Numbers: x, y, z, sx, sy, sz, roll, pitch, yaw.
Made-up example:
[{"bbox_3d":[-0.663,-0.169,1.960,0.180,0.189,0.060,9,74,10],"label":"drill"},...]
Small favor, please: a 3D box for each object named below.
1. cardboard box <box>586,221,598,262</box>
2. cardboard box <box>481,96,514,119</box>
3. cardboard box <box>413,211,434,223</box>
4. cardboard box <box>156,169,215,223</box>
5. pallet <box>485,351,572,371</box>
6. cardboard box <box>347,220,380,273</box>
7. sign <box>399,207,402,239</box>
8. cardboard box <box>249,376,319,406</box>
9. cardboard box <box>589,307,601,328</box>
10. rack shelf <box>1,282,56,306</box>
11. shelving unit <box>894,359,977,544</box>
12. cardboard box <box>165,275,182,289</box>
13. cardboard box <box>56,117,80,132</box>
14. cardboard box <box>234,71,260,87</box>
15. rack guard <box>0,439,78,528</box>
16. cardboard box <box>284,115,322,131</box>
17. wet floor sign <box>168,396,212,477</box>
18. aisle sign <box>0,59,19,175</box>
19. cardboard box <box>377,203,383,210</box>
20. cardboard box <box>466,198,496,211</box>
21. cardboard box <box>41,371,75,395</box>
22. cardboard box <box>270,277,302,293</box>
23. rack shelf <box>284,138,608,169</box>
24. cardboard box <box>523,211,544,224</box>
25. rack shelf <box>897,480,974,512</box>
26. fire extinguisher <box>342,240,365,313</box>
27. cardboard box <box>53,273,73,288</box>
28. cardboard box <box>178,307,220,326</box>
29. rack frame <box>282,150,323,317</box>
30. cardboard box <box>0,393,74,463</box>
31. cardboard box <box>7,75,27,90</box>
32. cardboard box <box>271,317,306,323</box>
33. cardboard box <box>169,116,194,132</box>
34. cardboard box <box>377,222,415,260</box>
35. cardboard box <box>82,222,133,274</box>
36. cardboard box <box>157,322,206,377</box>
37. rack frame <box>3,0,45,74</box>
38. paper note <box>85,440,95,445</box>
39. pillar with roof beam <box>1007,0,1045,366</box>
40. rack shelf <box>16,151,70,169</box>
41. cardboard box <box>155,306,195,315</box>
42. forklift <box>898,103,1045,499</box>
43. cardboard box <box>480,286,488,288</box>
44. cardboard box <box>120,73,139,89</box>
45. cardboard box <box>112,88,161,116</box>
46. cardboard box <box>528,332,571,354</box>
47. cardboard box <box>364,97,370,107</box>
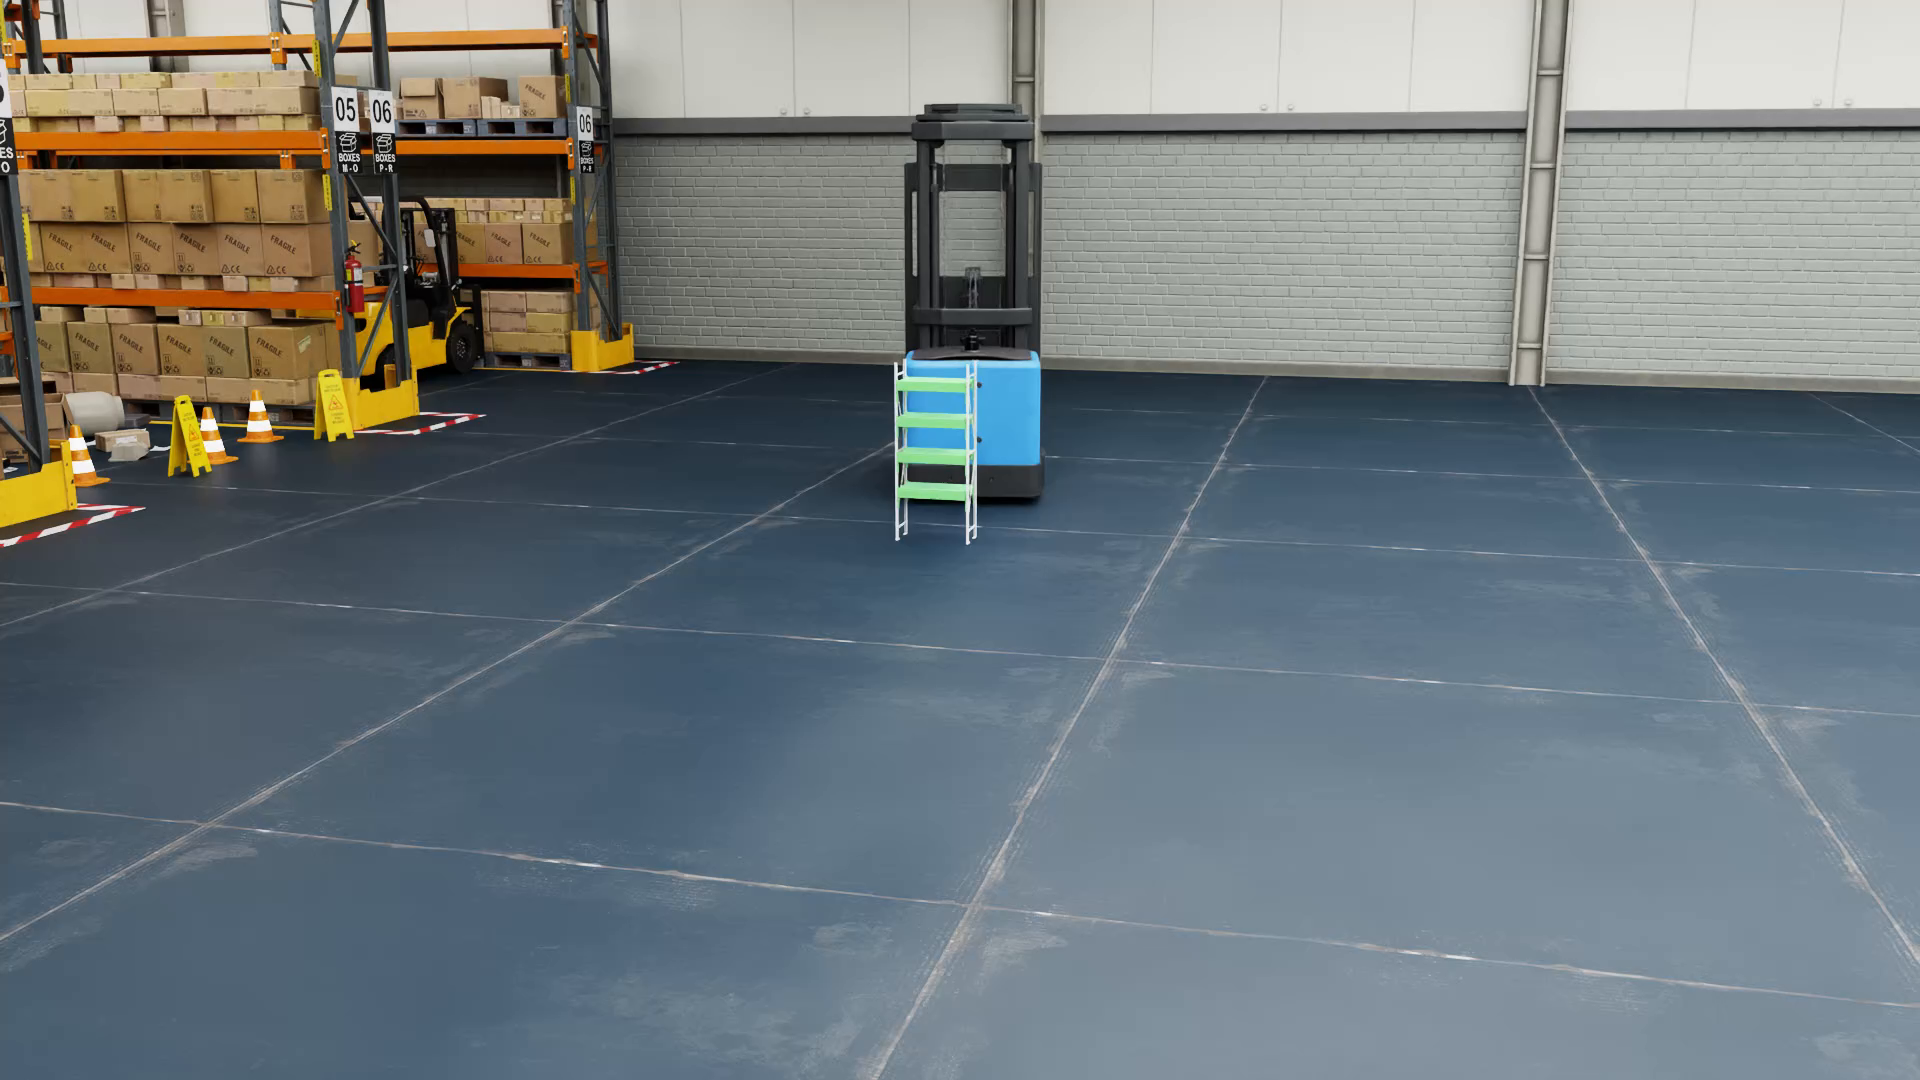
[{"bbox_3d":[-4.985,-3.818,21.287,0.500,0.500,0.500,3,13,15],"label":"cardboard box"},{"bbox_3d":[-5.694,-5.330,20.518,0.258,0.266,0.396,3,13,14],"label":"cardboard box"},{"bbox_3d":[-6.711,-4.102,21.069,0.250,0.149,0.380,3,13,12],"label":"cardboard box"},{"bbox_3d":[-7.313,-3.337,16.122,0.500,0.500,0.700,3,13,13],"label":"cardboard box"},{"bbox_3d":[-5.323,-2.355,21.360,1.213,0.211,1.003,3,13,14],"label":"pallet"},{"bbox_3d":[-6.149,-2.918,16.544,0.500,0.500,0.500,3,13,13],"label":"cardboard box"},{"bbox_3d":[-5.626,-3.178,16.634,0.005,0.325,0.100,3,13,14],"label":"sign"},{"bbox_3d":[-6.628,-1.491,16.405,0.500,0.250,0.500,3,13,13],"label":"cardboard box"},{"bbox_3d":[-4.977,-2.860,21.424,0.500,0.250,0.500,3,13,15],"label":"cardboard box"},{"bbox_3d":[-11.581,-2.601,17.695,4.000,0.370,1.077,3,13,14],"label":"rack shelf"},{"bbox_3d":[-0.161,-0.594,11.143,0.503,1.200,0.258,3,13,14],"label":"shelving unit"},{"bbox_3d":[-7.649,-2.576,16.501,0.250,0.149,0.380,3,13,14],"label":"cardboard box"},{"bbox_3d":[-8.654,-4.087,16.382,0.250,0.149,0.380,3,13,15],"label":"cardboard box"},{"bbox_3d":[-6.648,-4.359,15.768,0.250,0.149,0.380,3,13,13],"label":"cardboard box"},{"bbox_3d":[-6.820,-0.374,11.763,0.348,0.500,1.175,3,13,14],"label":"rack guard"},{"bbox_3d":[-6.169,-3.943,15.734,0.250,0.149,0.380,3,13,14],"label":"cardboard box"},{"bbox_3d":[-6.341,-0.861,13.623,0.232,0.644,0.267,1,13,4],"label":"wet floor sign"},{"bbox_3d":[-6.703,-2.924,11.484,0.004,0.787,0.394,3,13,14],"label":"aisle sign"},{"bbox_3d":[-7.206,-4.276,21.166,0.250,0.149,0.380,3,13,13],"label":"cardboard box"},{"bbox_3d":[-5.979,-4.203,20.838,0.250,0.149,0.380,3,13,15],"label":"cardboard box"},{"bbox_3d":[-9.131,-1.624,17.007,0.500,0.250,0.500,2,13,11],"label":"cardboard box"},{"bbox_3d":[-6.443,-2.483,16.079,0.250,0.149,0.380,3,13,13],"label":"cardboard box"},{"bbox_3d":[-6.512,-4.902,21.140,4.000,0.370,1.077,3,13,14],"label":"rack shelf"},{"bbox_3d":[-5.229,-4.017,20.685,0.250,0.149,0.380,3,13,14],"label":"cardboard box"},{"bbox_3d":[-0.161,-0.298,11.208,0.480,0.148,0.258,3,13,14],"label":"rack shelf"},{"bbox_3d":[-5.755,-2.501,15.758,0.183,0.674,0.296,3,13,14],"label":"fire extinguisher"},{"bbox_3d":[-8.887,-2.633,16.755,0.250,0.149,0.380,3,13,13],"label":"cardboard box"},{"bbox_3d":[-7.467,-2.206,16.402,0.250,0.149,0.380,4,13,16],"label":"cardboard box"},{"bbox_3d":[-8.454,-3.893,21.855,0.127,3.000,1.000,3,13,14],"label":"rack frame"},{"bbox_3d":[-8.068,-0.981,14.495,0.637,0.503,0.797,-6,14,-25],"label":"cardboard box"},{"bbox_3d":[-9.152,-4.488,16.349,0.250,0.149,0.380,3,13,15],"label":"cardboard box"},{"bbox_3d":[-7.005,-1.997,16.958,0.500,0.500,0.500,3,13,11],"label":"cardboard box"},{"bbox_3d":[-7.406,-4.015,16.060,0.250,0.149,0.380,3,13,12],"label":"cardboard box"},{"bbox_3d":[-7.084,-3.814,21.269,0.500,0.500,0.500,3,13,13],"label":"cardboard box"},{"bbox_3d":[-8.302,-2.911,16.514,0.500,0.500,0.500,3,13,13],"label":"cardboard box"},{"bbox_3d":[-7.592,-1.911,16.568,0.500,0.500,0.500,3,13,12],"label":"cardboard box"},{"bbox_3d":[-9.639,-5.778,16.499,0.127,3.000,1.000,3,13,14],"label":"rack frame"},{"bbox_3d":[-7.939,-0.892,15.211,0.142,0.019,0.148,8,15,33],"label":"paper note"},{"bbox_3d":[-0.236,-5.623,15.802,0.400,9.000,9.100,3,13,14],"label":"pillar with roof beam"},{"bbox_3d":[-14.279,-5.317,23.011,4.000,0.370,1.077,3,13,14],"label":"rack shelf"},{"bbox_3d":[-10.445,-3.044,22.540,0.625,0.625,0.875,3,13,11],"label":"cardboard box"},{"bbox_3d":[0.108,-2.007,13.515,1.130,2.935,3.031,0,13,1],"label":"forklift"},{"bbox_3d":[-6.456,-3.182,21.722,0.500,0.250,0.500,3,13,12],"label":"cardboard box"},{"bbox_3d":[-7.883,-4.432,16.097,0.250,0.149,0.380,3,13,15],"label":"cardboard box"},{"bbox_3d":[-7.801,-4.226,16.088,0.500,0.250,0.500,3,13,14],"label":"cardboard box"},{"bbox_3d":[-5.102,-2.506,20.982,0.500,0.250,0.500,3,13,14],"label":"cardboard box"},{"bbox_3d":[-7.704,-5.473,21.057,0.500,0.311,0.500,3,13,15],"label":"cardboard box"}]
